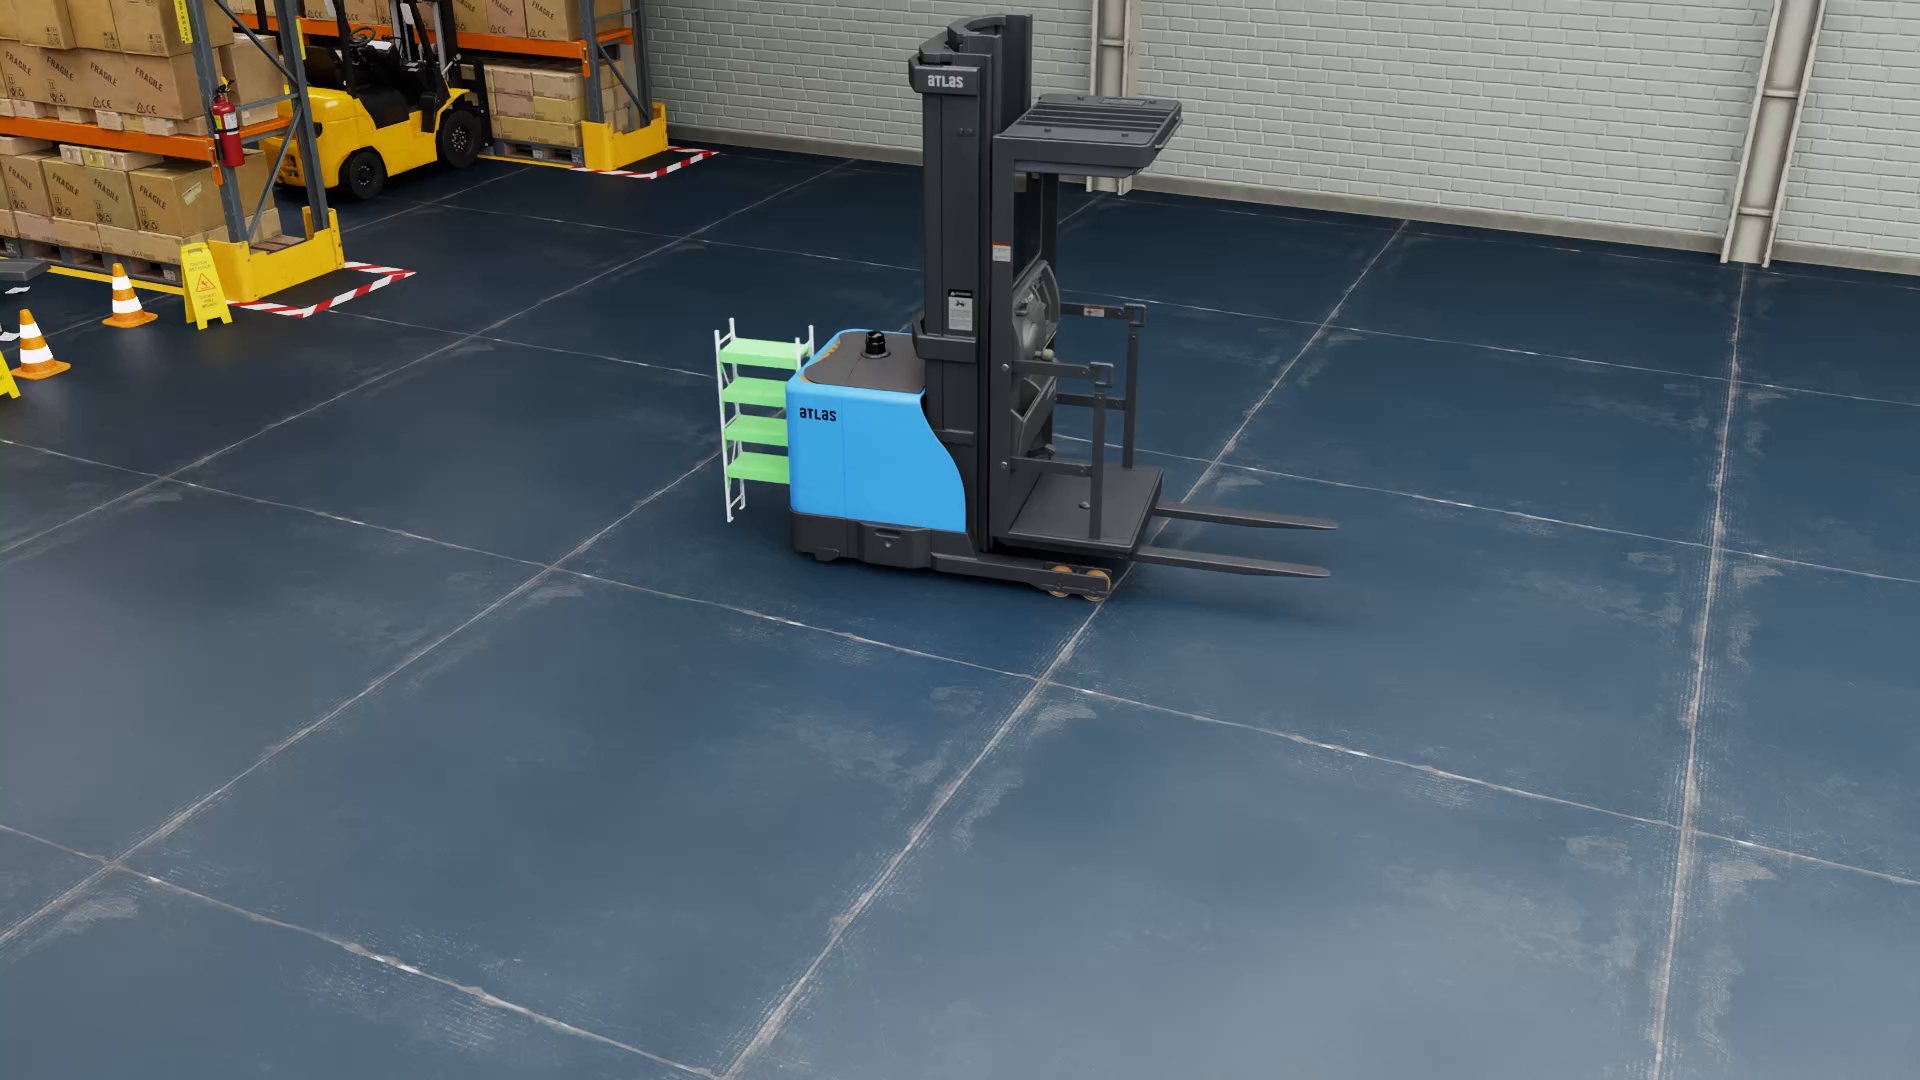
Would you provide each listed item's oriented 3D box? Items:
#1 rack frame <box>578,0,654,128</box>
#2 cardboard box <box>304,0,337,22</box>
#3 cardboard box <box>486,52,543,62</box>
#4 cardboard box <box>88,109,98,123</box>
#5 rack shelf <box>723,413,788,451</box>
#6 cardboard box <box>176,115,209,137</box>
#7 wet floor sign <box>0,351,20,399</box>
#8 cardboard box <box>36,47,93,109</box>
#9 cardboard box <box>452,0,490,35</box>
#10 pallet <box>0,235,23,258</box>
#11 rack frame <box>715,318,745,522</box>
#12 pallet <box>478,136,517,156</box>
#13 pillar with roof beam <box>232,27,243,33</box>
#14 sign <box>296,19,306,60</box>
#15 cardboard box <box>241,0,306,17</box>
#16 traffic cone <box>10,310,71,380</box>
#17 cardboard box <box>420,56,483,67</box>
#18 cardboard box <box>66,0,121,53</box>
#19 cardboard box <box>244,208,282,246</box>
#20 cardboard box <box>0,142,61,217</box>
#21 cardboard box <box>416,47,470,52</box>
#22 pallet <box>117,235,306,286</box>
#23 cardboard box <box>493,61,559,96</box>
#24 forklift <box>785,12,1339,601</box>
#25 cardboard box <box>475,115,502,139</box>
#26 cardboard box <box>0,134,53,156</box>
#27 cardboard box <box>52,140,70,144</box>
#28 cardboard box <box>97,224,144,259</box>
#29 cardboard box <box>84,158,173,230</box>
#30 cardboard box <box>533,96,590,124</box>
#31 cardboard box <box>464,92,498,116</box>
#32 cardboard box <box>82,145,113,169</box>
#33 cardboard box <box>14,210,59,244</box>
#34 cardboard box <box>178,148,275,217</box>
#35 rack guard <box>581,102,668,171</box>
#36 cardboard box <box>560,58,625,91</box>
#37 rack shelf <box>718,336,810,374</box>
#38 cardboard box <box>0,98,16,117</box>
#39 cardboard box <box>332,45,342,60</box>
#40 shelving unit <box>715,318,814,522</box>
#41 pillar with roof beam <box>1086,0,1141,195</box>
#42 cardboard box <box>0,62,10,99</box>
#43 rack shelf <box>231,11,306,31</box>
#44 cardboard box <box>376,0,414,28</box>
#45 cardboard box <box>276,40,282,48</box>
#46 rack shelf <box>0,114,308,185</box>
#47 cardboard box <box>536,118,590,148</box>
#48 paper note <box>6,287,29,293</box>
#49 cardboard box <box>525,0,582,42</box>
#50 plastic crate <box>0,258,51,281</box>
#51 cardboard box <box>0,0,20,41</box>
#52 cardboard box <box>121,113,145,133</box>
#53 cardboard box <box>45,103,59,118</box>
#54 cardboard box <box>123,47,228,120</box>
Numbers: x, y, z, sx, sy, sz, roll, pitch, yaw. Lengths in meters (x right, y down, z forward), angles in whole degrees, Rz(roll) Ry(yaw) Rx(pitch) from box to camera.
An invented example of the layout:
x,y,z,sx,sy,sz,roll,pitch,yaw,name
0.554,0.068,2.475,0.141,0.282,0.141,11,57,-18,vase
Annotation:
x,y,z,sx,sy,sz,roll,pitch,yaw,name
-3.672,-5.544,17.614,0.127,3.000,1.000,11,28,22,rack frame
-7.017,-6.134,18.700,0.500,0.500,0.500,11,28,20,cardboard box
-4.938,-5.297,18.618,0.500,0.250,0.500,11,28,21,cardboard box
-7.075,-3.613,13.976,0.250,0.149,0.380,12,29,23,cardboard box
-1.118,-0.612,9.779,0.480,0.148,0.258,7,27,14,rack shelf
-6.152,-3.417,13.579,0.250,0.149,0.380,12,29,24,cardboard box
-6.834,-1.273,11.605,0.232,0.644,0.267,6,27,13,wet floor sign
-7.239,-3.900,13.826,0.500,0.500,0.500,11,28,22,cardboard box
-5.164,-5.765,17.951,0.500,0.500,0.500,11,28,21,cardboard box
-8.738,-2.919,15.440,1.213,0.211,1.003,11,28,22,pallet
-1.353,-0.698,9.809,0.015,1.200,0.240,7,27,14,rack frame
-5.492,-4.640,18.934,1.213,0.211,1.003,11,28,22,pallet
-11.176,-8.091,15.996,0.400,9.000,9.100,11,28,22,pillar with roof beam
-5.499,-4.154,13.811,0.005,0.325,0.100,11,28,22,sign
-7.880,-6.195,19.107,0.500,0.250,0.500,12,29,23,cardboard box
-6.799,-1.461,12.193,0.334,0.463,0.336,11,28,22,traffic cone
-5.609,-5.181,18.383,0.500,0.250,0.500,11,28,21,cardboard box
-6.736,-4.275,13.456,0.500,0.500,0.700,12,29,22,cardboard box
-6.343,-2.761,14.599,0.500,0.250,0.500,11,28,21,cardboard box
-7.976,-3.165,14.571,0.500,0.500,0.500,13,29,24,cardboard box
-5.863,-5.482,18.994,0.500,0.250,0.500,12,28,22,cardboard box
-6.517,-2.473,14.534,1.213,0.211,1.003,11,28,22,pallet
-4.687,-4.997,18.009,0.500,0.250,0.500,12,29,23,cardboard box
0.600,-1.242,8.954,3.031,2.935,1.130,7,27,14,forklift
-5.131,-4.647,18.431,0.500,0.250,0.500,12,29,22,cardboard box
-8.135,-3.456,14.428,0.250,0.149,0.380,13,29,25,cardboard box
-7.786,-3.385,15.017,0.500,0.500,0.500,13,29,24,cardboard box
-7.039,-2.640,14.353,0.500,0.250,0.500,11,28,22,cardboard box
-7.037,-2.974,14.184,0.500,0.500,0.500,12,29,24,cardboard box
-4.244,-4.686,17.944,0.500,0.250,0.500,11,28,21,cardboard box
-5.175,-4.868,18.314,0.500,0.250,0.500,11,28,21,cardboard box
-7.150,-3.259,14.027,0.250,0.149,0.380,12,29,23,cardboard box
-7.964,-2.828,14.736,0.500,0.250,0.500,11,28,21,cardboard box
-6.365,-3.101,14.442,0.500,0.500,0.500,10,28,20,cardboard box
-3.650,-4.418,18.158,0.348,0.500,1.175,11,28,22,rack guard
-4.031,-5.111,18.241,0.500,0.250,0.500,11,28,21,cardboard box
-1.118,-1.042,9.567,0.480,0.148,0.258,7,27,14,rack shelf
-8.050,-3.742,14.239,0.250,0.149,0.380,12,28,22,cardboard box
-7.003,-5.464,18.958,0.500,0.250,0.500,11,28,21,cardboard box
-1.118,-0.669,9.750,0.503,1.200,0.258,7,27,14,shelving unit
-0.253,-5.897,11.540,0.400,9.000,9.100,11,28,22,pillar with roof beam
-8.161,-4.085,14.201,0.500,0.500,0.500,11,28,21,cardboard box
-9.134,-6.318,20.002,4.000,0.370,1.077,11,28,22,rack shelf
-6.075,-5.953,18.333,0.500,0.500,0.500,11,28,21,cardboard box
-8.496,-5.634,20.011,0.625,0.625,0.875,11,28,21,cardboard box
-7.544,-3.590,14.461,4.000,0.370,1.077,11,28,22,rack shelf
-4.230,-4.458,18.046,0.500,0.250,0.500,12,28,22,cardboard box
-7.932,-2.108,13.998,0.148,0.019,0.142,2,26,4,paper note
-4.229,-5.573,17.561,0.500,0.500,0.500,11,28,21,cardboard box
-8.275,-2.352,14.437,0.583,0.080,0.402,2,26,4,plastic crate
-7.640,-4.474,13.860,0.500,0.500,0.700,11,28,21,cardboard box
-6.653,-3.474,13.695,0.250,0.149,0.380,11,28,21,cardboard box
-7.536,-3.704,14.163,0.250,0.149,0.380,11,28,22,cardboard box
-6.331,-3.714,13.448,0.500,0.500,0.500,11,28,21,cardboard box
